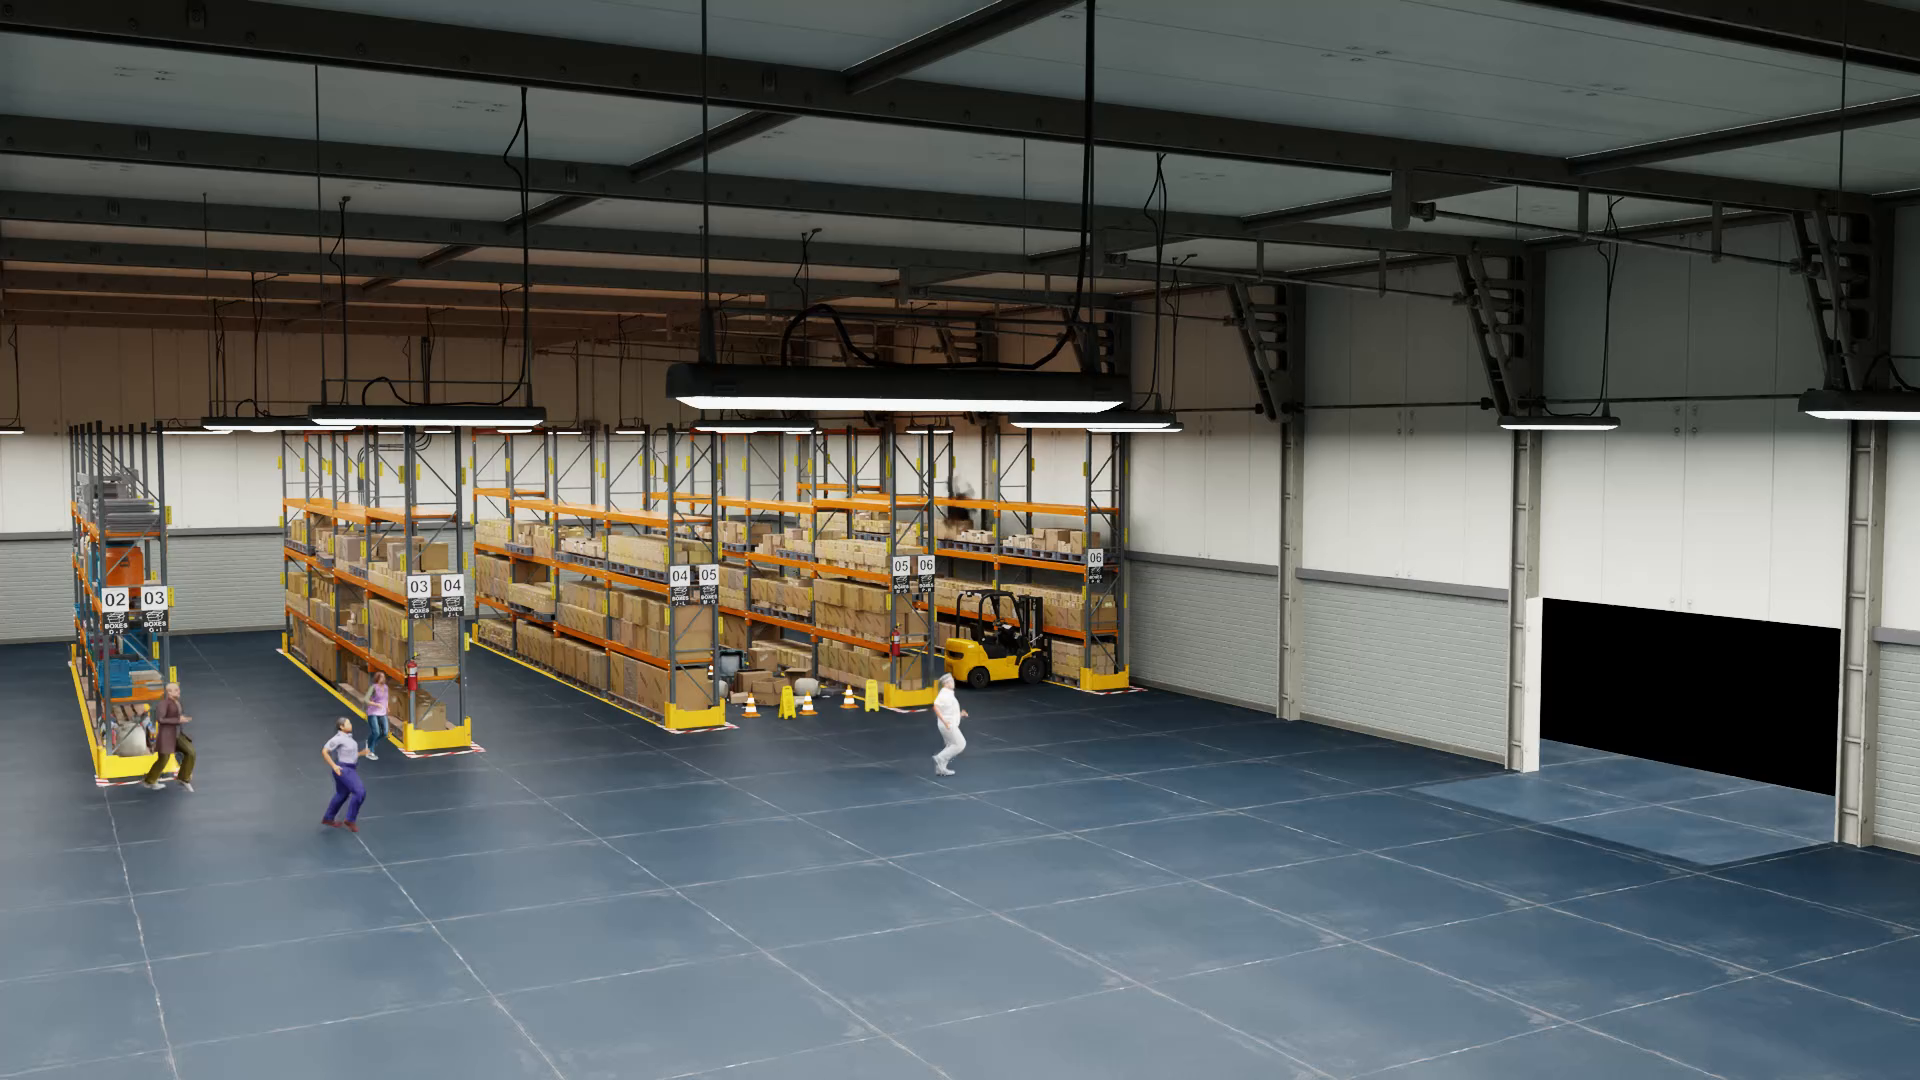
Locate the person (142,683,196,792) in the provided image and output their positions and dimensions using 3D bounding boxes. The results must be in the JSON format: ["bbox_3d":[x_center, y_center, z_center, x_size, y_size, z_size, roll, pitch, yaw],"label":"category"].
[{"bbox_3d":[-12.733,3.203,26.785,0.903,1.815,0.724,0,4,8],"label":"person"}]

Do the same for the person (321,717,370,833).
[{"bbox_3d":[-8.936,3.425,24.174,0.720,1.680,0.576,-1,4,-12],"label":"person"}]

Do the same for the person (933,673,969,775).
[{"bbox_3d":[-0.143,3.110,28.135,0.590,1.738,0.656,0,4,1],"label":"person"}]

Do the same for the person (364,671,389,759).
[{"bbox_3d":[-10.371,3.122,29.694,0.563,1.551,0.557,2,4,33],"label":"person"}]

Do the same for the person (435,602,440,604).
[{"bbox_3d":[-14.816,2.058,46.367,0.655,1.655,0.686,1,4,22],"label":"person"}]
